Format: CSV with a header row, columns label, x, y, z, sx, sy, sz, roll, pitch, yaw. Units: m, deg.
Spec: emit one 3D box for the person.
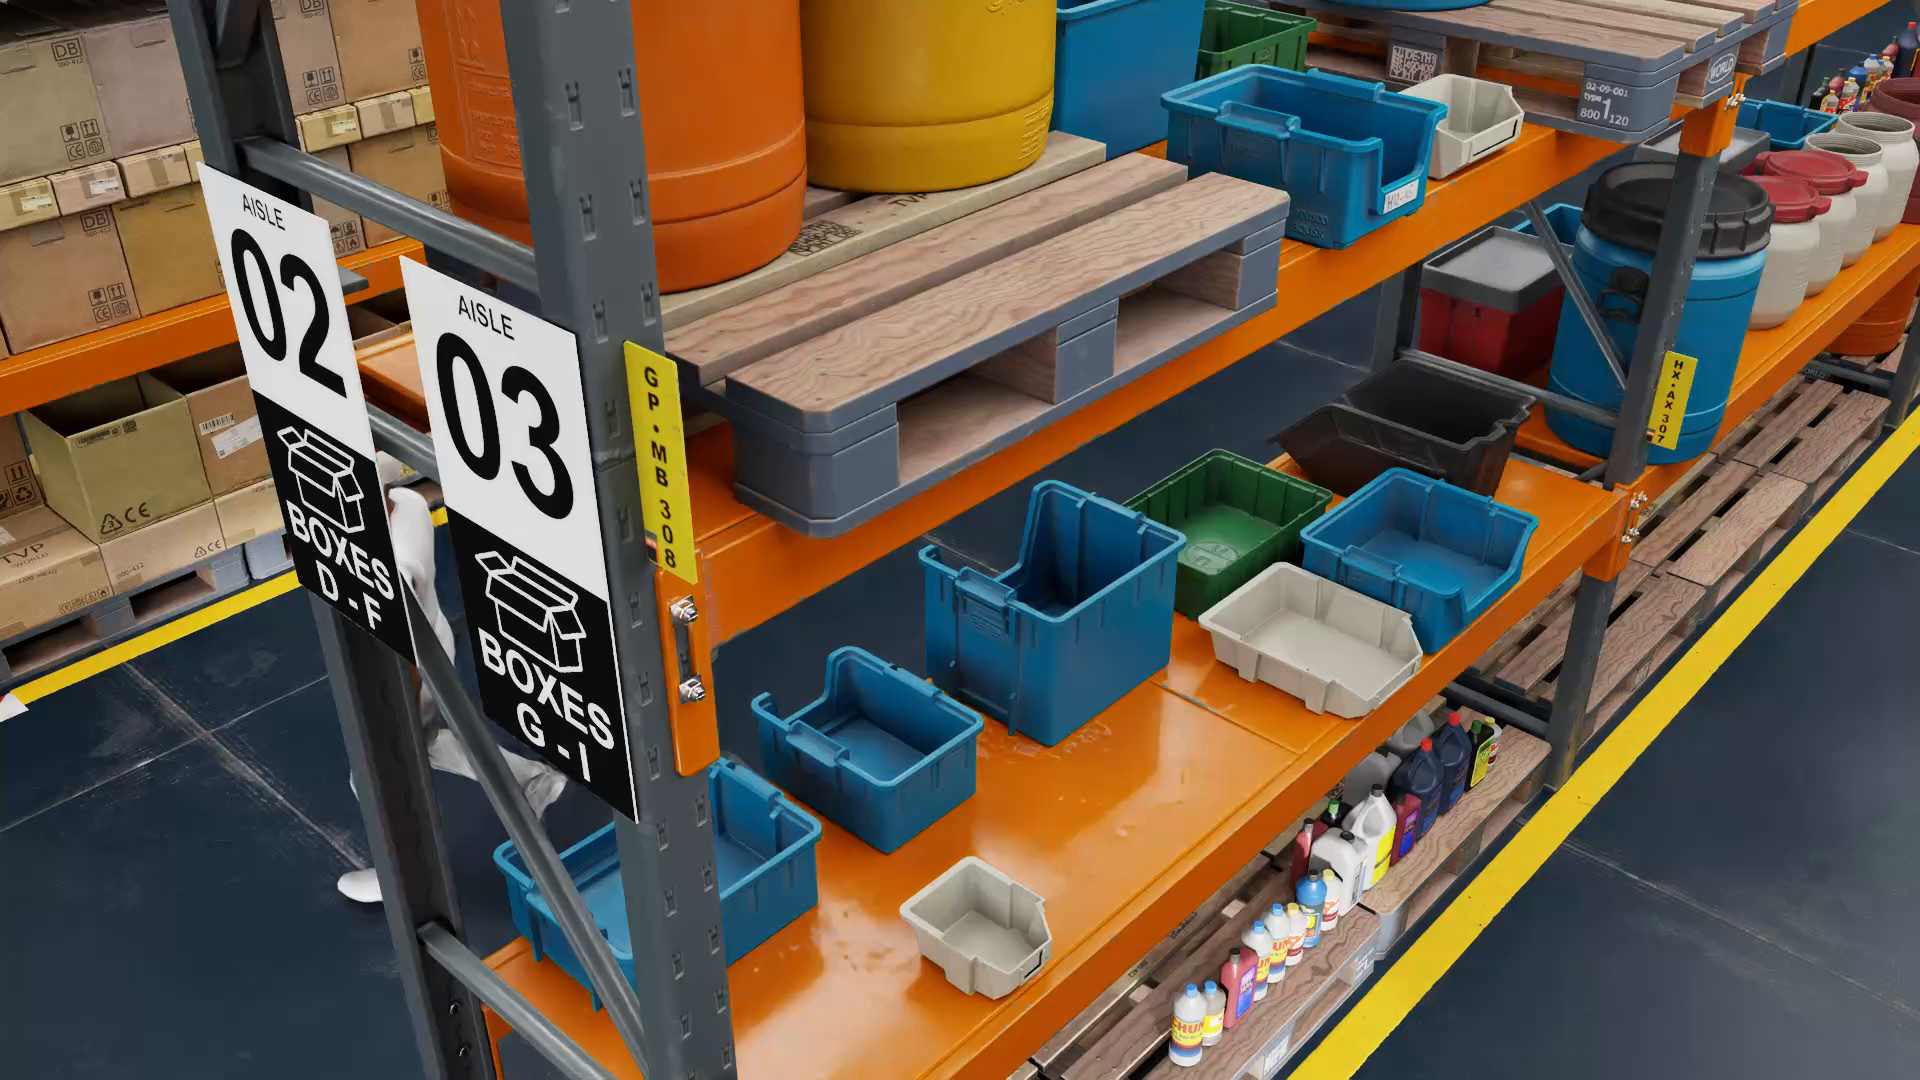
label,x,y,z,sx,sy,sz,roll,pitch,yaw
person,-1.753,0.423,5.390,0.795,1.748,0.579,-4,31,-6
